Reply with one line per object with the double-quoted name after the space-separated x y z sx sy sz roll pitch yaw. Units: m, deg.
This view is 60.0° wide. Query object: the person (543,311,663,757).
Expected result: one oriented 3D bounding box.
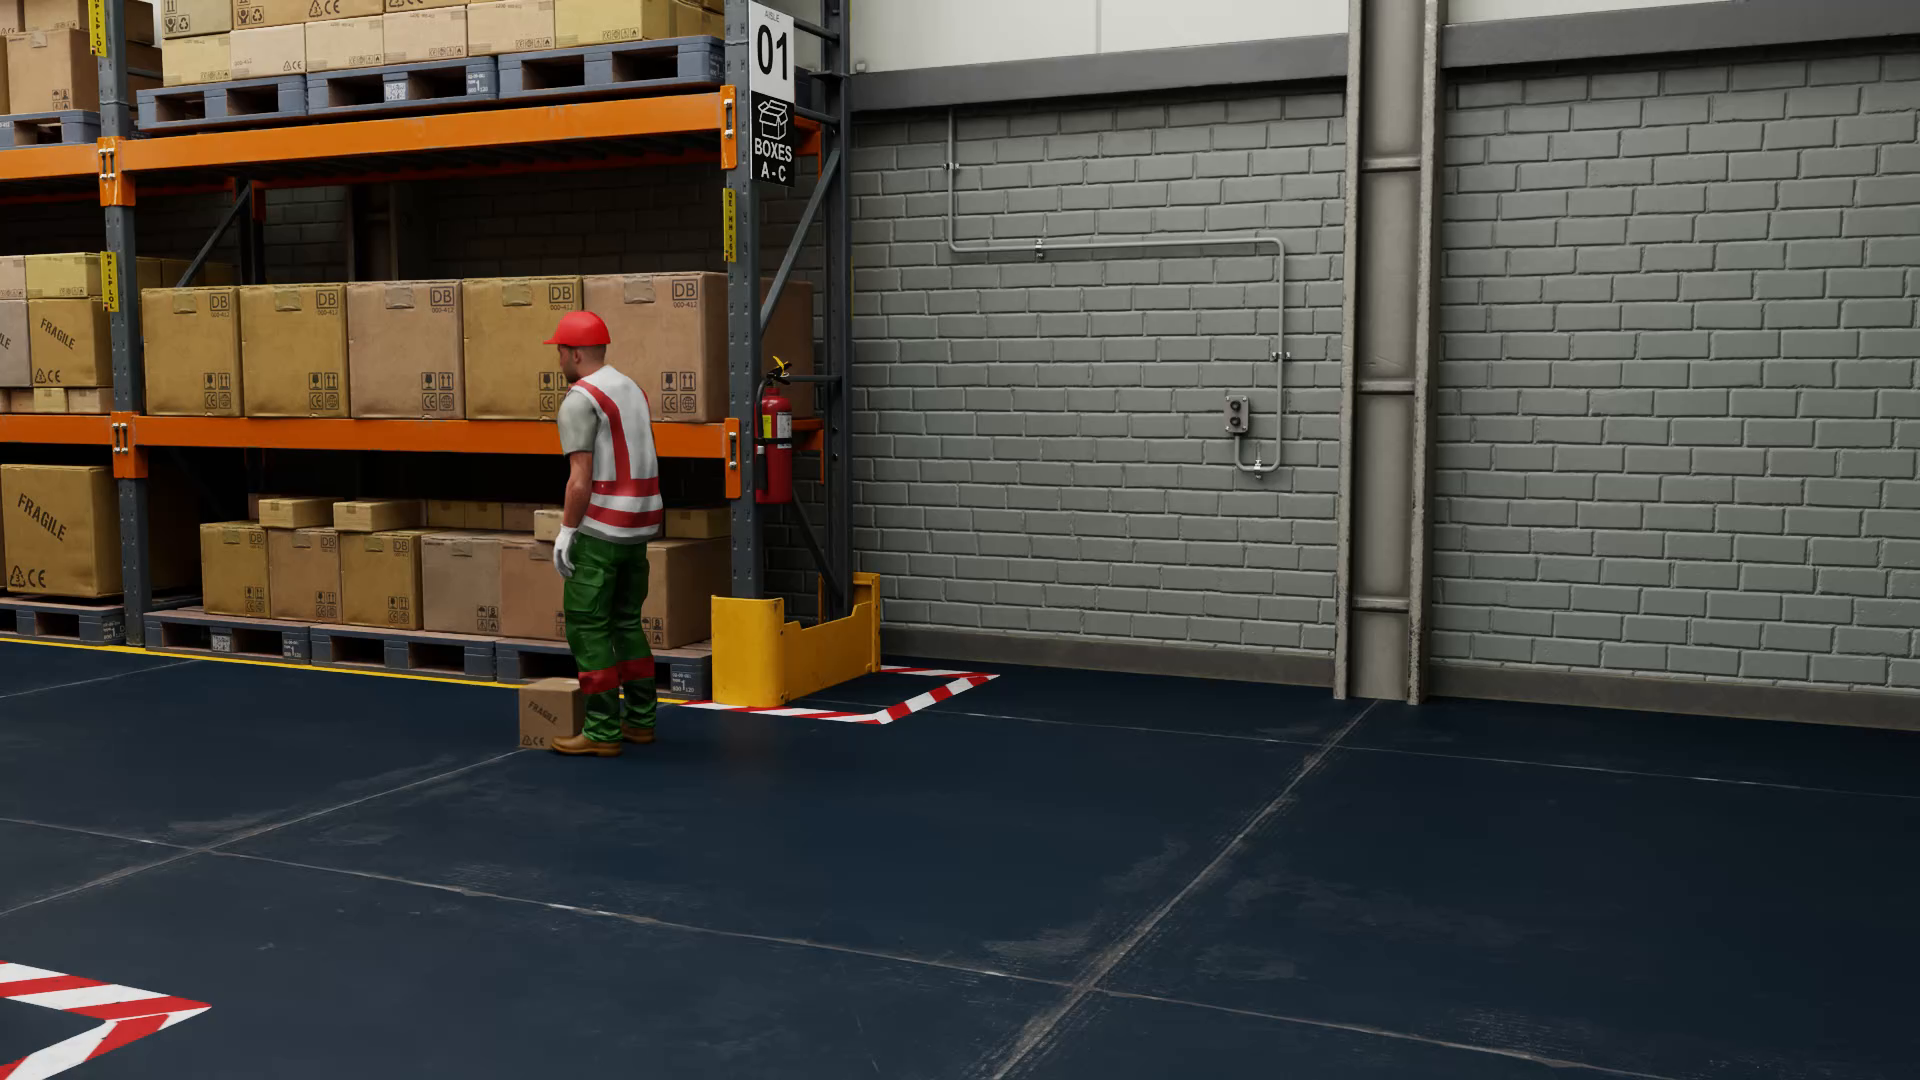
-1.446 -0.030 6.721 0.453 1.777 0.604 2 6 21 "person"
